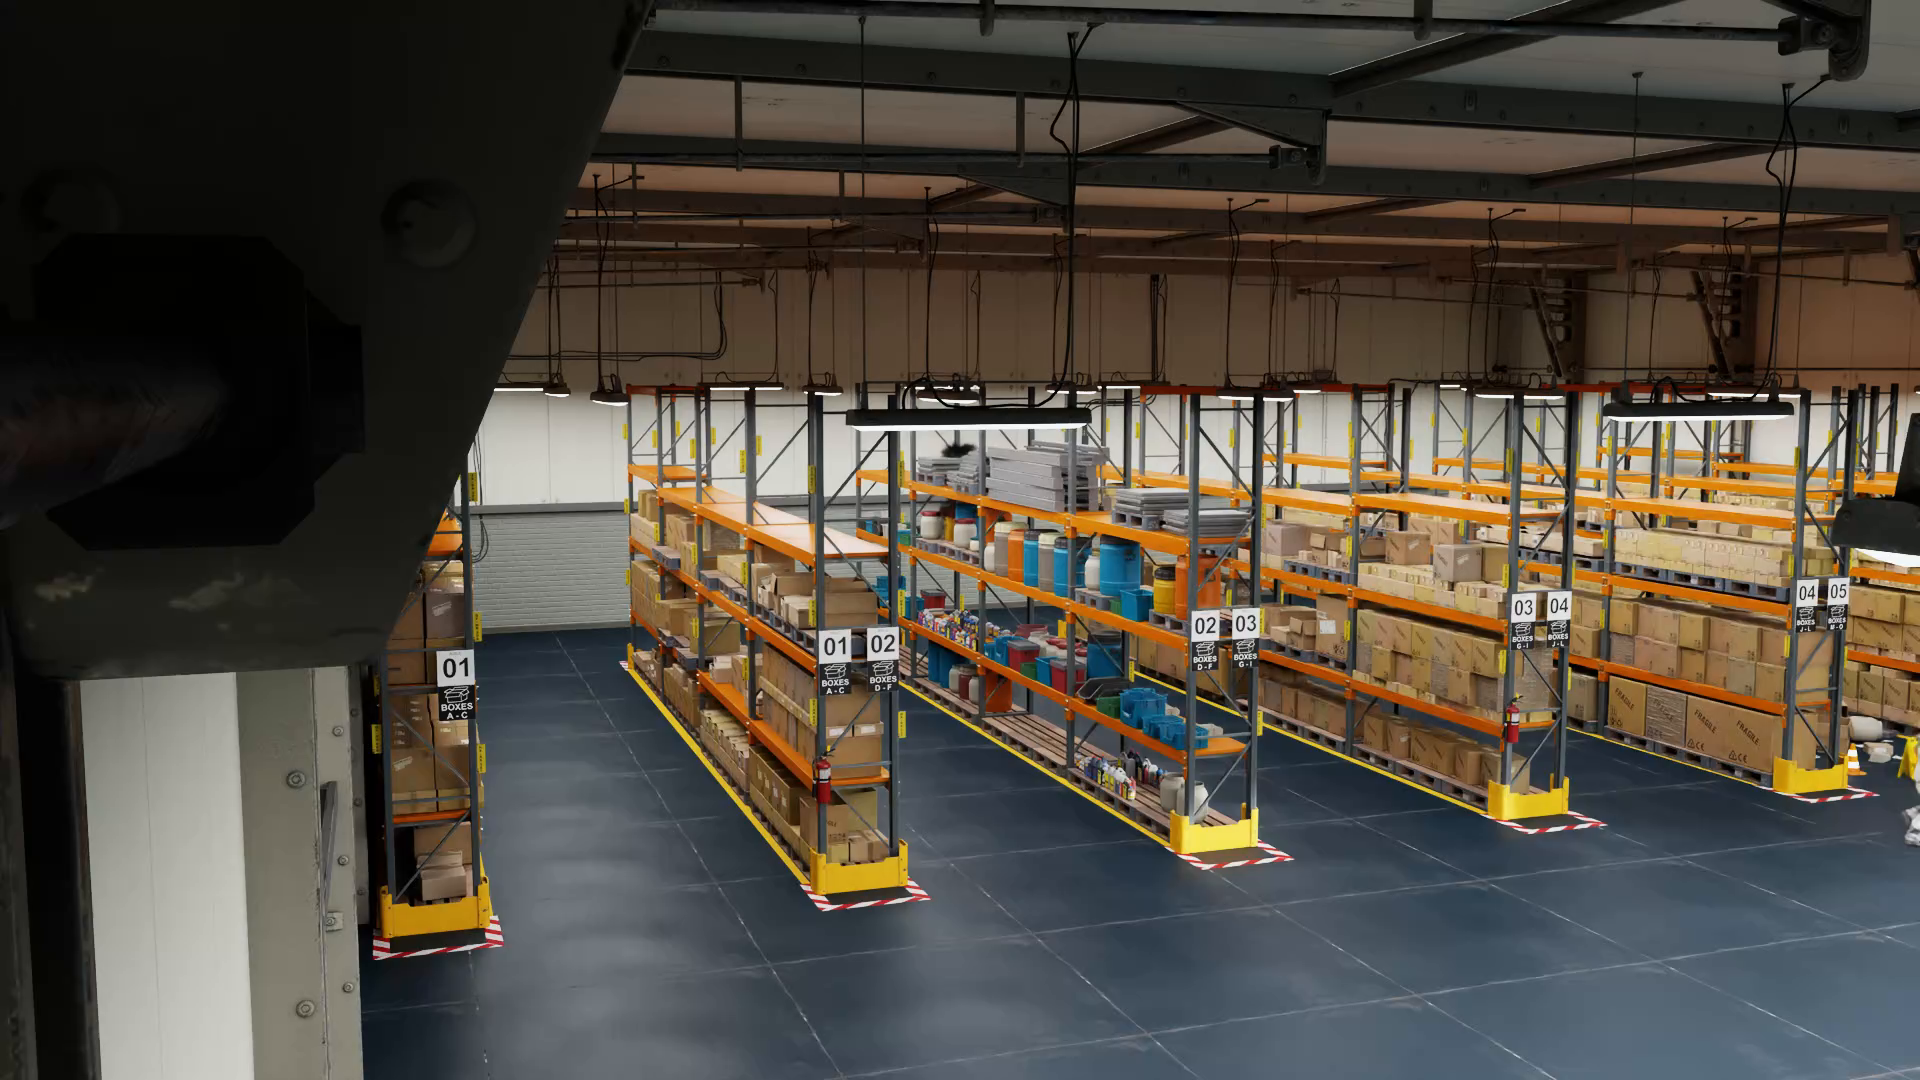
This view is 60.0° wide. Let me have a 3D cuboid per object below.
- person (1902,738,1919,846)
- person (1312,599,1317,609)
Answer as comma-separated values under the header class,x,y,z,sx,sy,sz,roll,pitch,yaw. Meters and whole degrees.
class,x,y,z,sx,sy,sz,roll,pitch,yaw
person,12.863,3.195,22.014,0.656,1.742,0.684,4,7,32
person,8.893,1.336,40.803,0.647,1.603,0.809,5,7,37
